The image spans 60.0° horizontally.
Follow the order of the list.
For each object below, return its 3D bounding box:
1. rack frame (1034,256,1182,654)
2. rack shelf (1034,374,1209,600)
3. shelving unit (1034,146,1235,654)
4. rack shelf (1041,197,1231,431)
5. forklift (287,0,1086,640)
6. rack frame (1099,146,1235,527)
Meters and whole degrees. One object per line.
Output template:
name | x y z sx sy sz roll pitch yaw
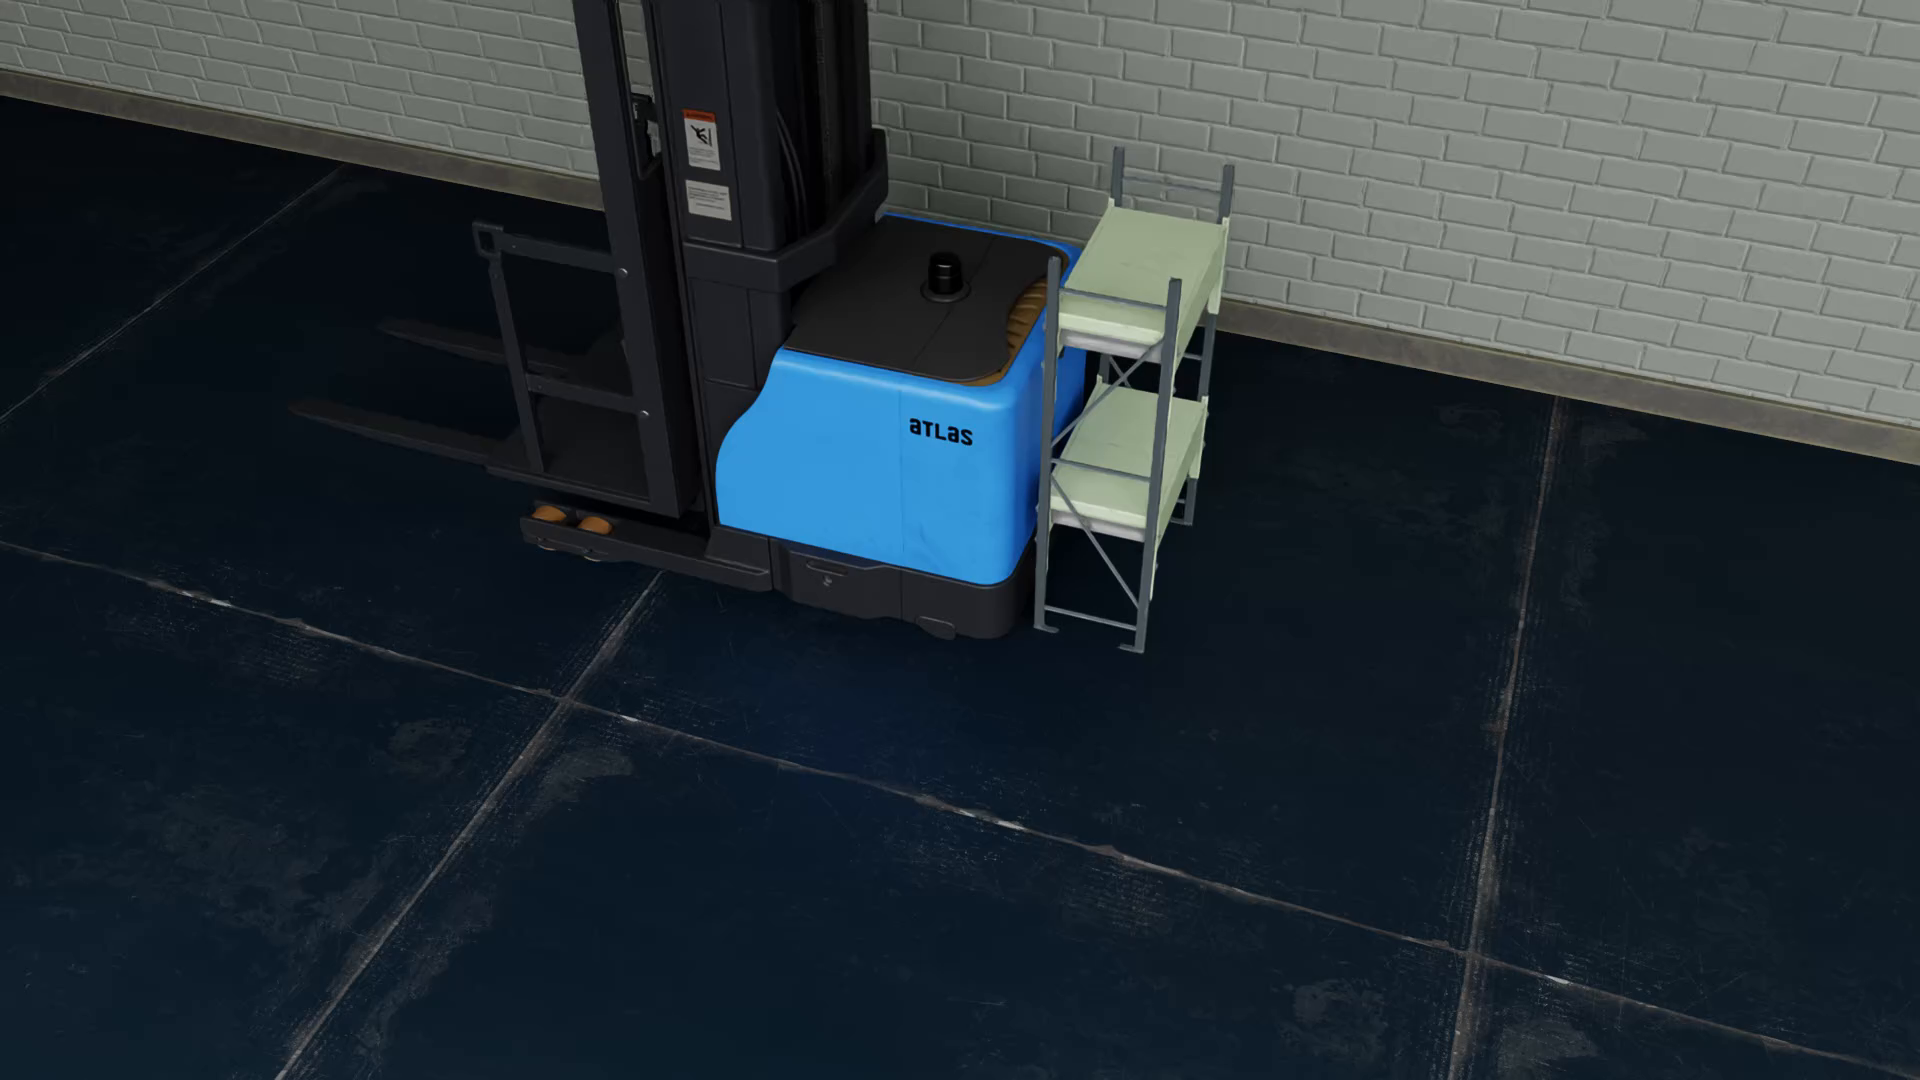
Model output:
rack frame | 0.453 -0.222 5.355 0.400 1.500 0.023 13 42 15
rack shelf | 0.573 -0.198 5.829 0.431 0.370 0.720 13 42 15
shelving unit | 0.573 -0.446 5.618 0.431 1.500 0.755 13 42 15
rack shelf | 0.573 -0.743 5.364 0.431 0.370 0.720 13 42 15
forklift | -1.102 -1.344 5.568 3.031 2.935 1.130 13 42 15
rack frame | 0.694 -0.671 5.881 0.400 1.500 0.023 13 42 15
